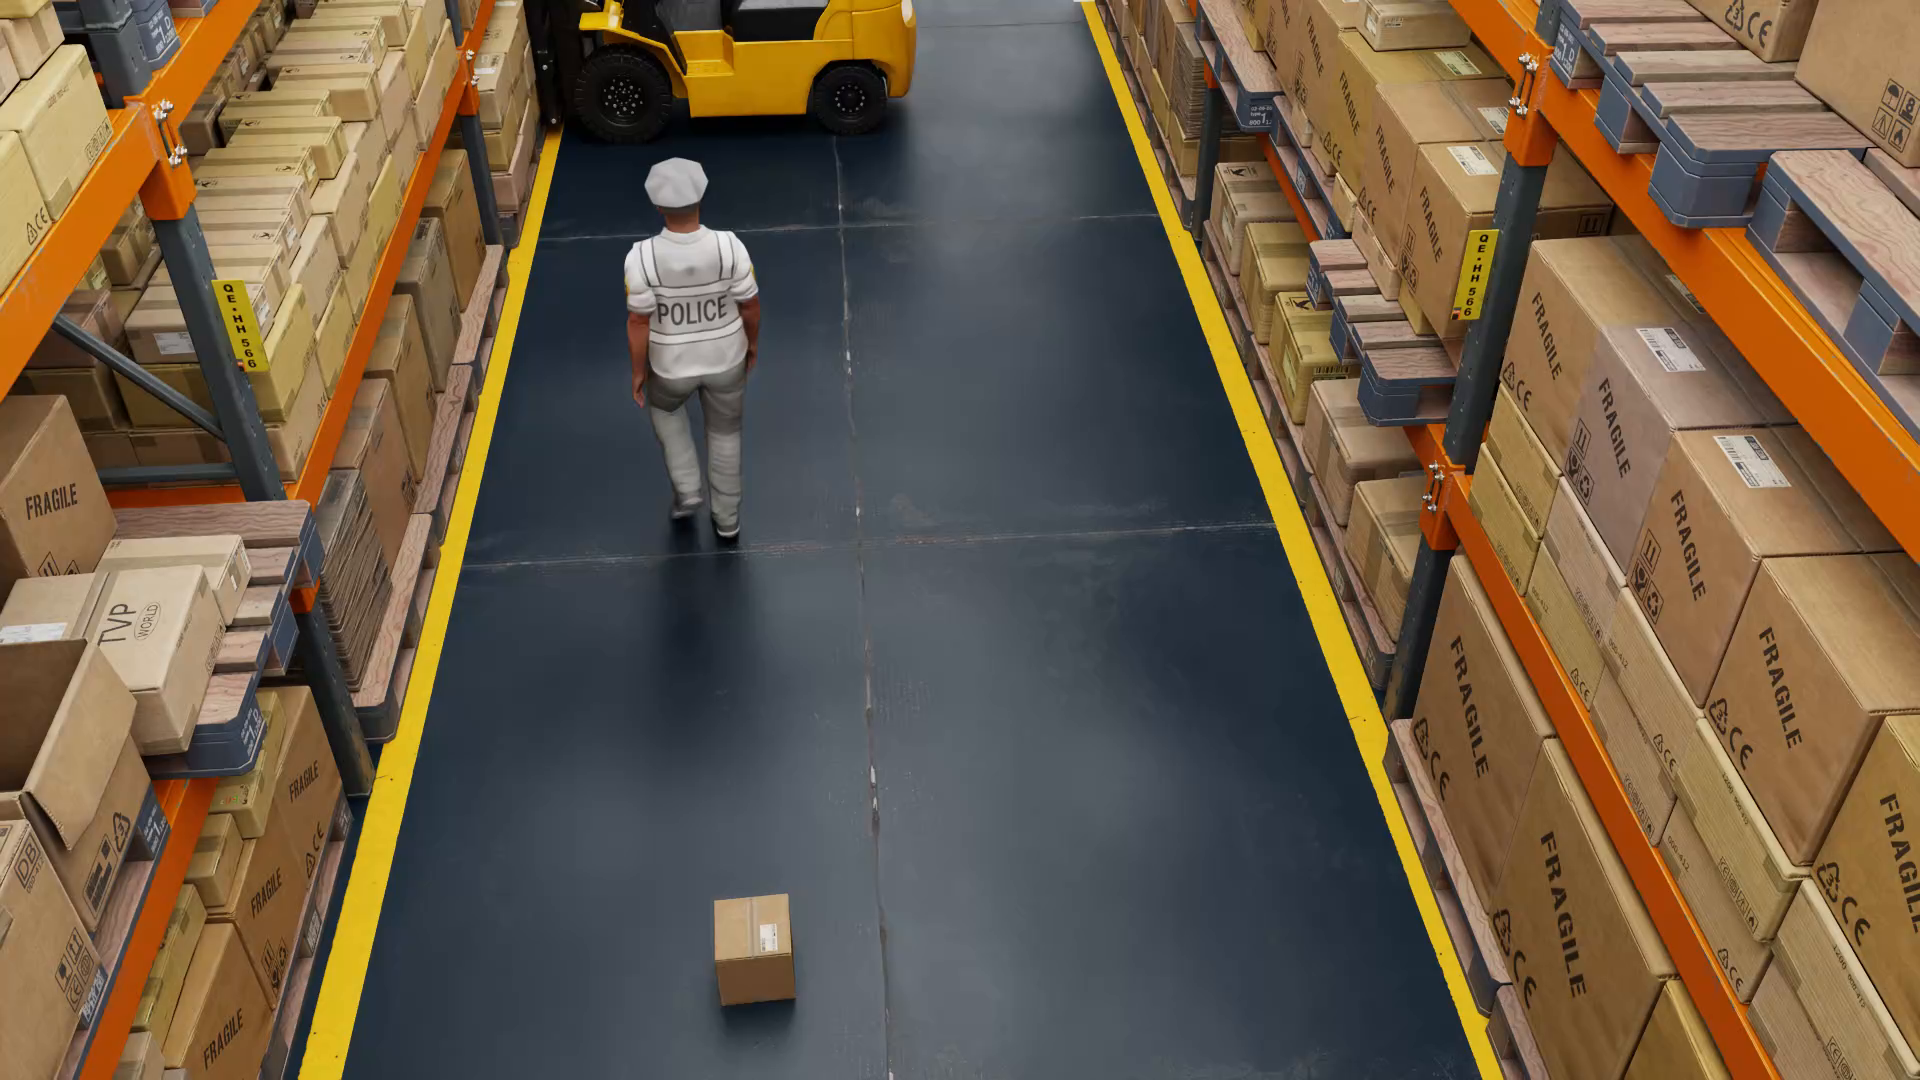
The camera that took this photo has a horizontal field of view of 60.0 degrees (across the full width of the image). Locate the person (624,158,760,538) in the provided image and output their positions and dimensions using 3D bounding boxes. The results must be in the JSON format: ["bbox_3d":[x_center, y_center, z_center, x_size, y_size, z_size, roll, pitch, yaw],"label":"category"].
[{"bbox_3d":[-1.130,-0.795,7.120,0.573,1.827,0.475,-7,39,-9],"label":"person"}]
